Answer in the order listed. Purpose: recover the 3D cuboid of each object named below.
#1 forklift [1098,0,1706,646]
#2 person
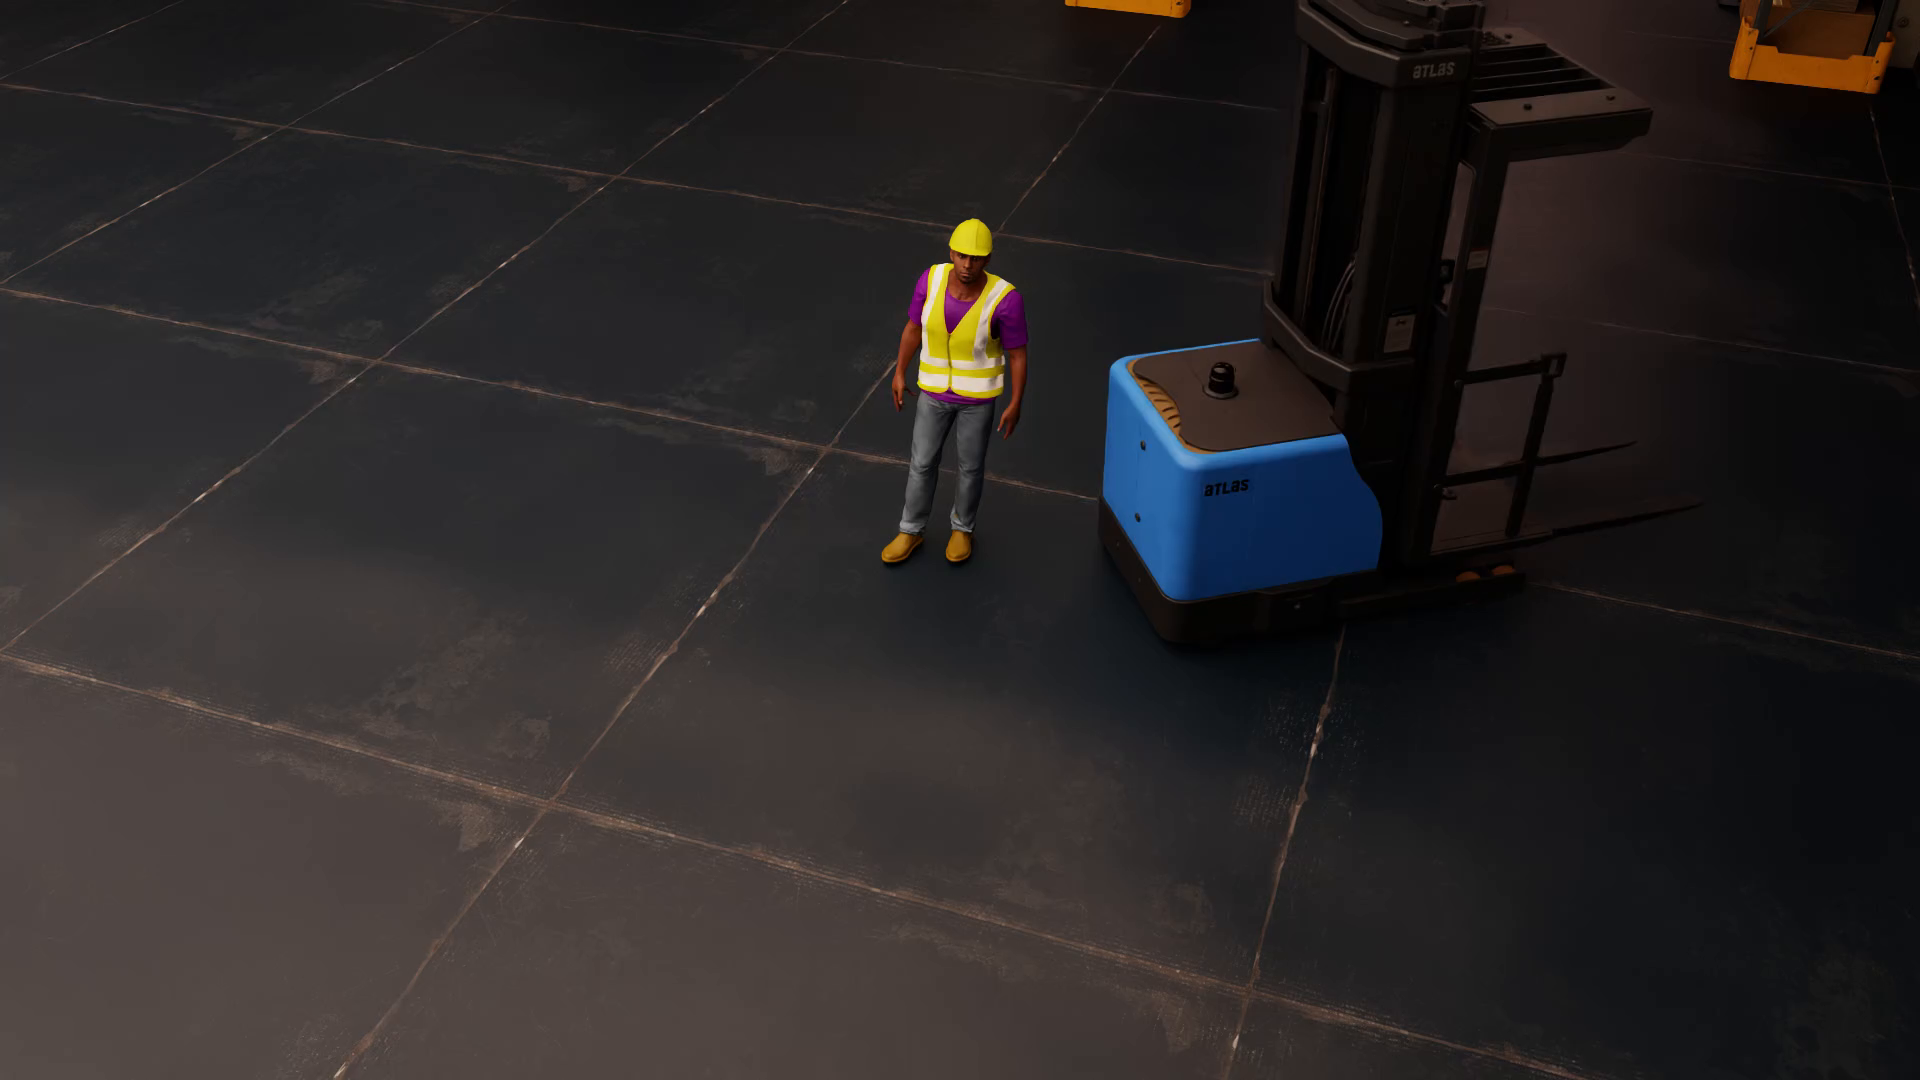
[{"bbox_3d":[2.286,-1.162,7.750,3.031,2.935,1.130,-9,36,-13],"label":"forklift"},{"bbox_3d":[-0.029,-0.690,8.078,0.665,1.765,0.577,12,37,16],"label":"person"}]
